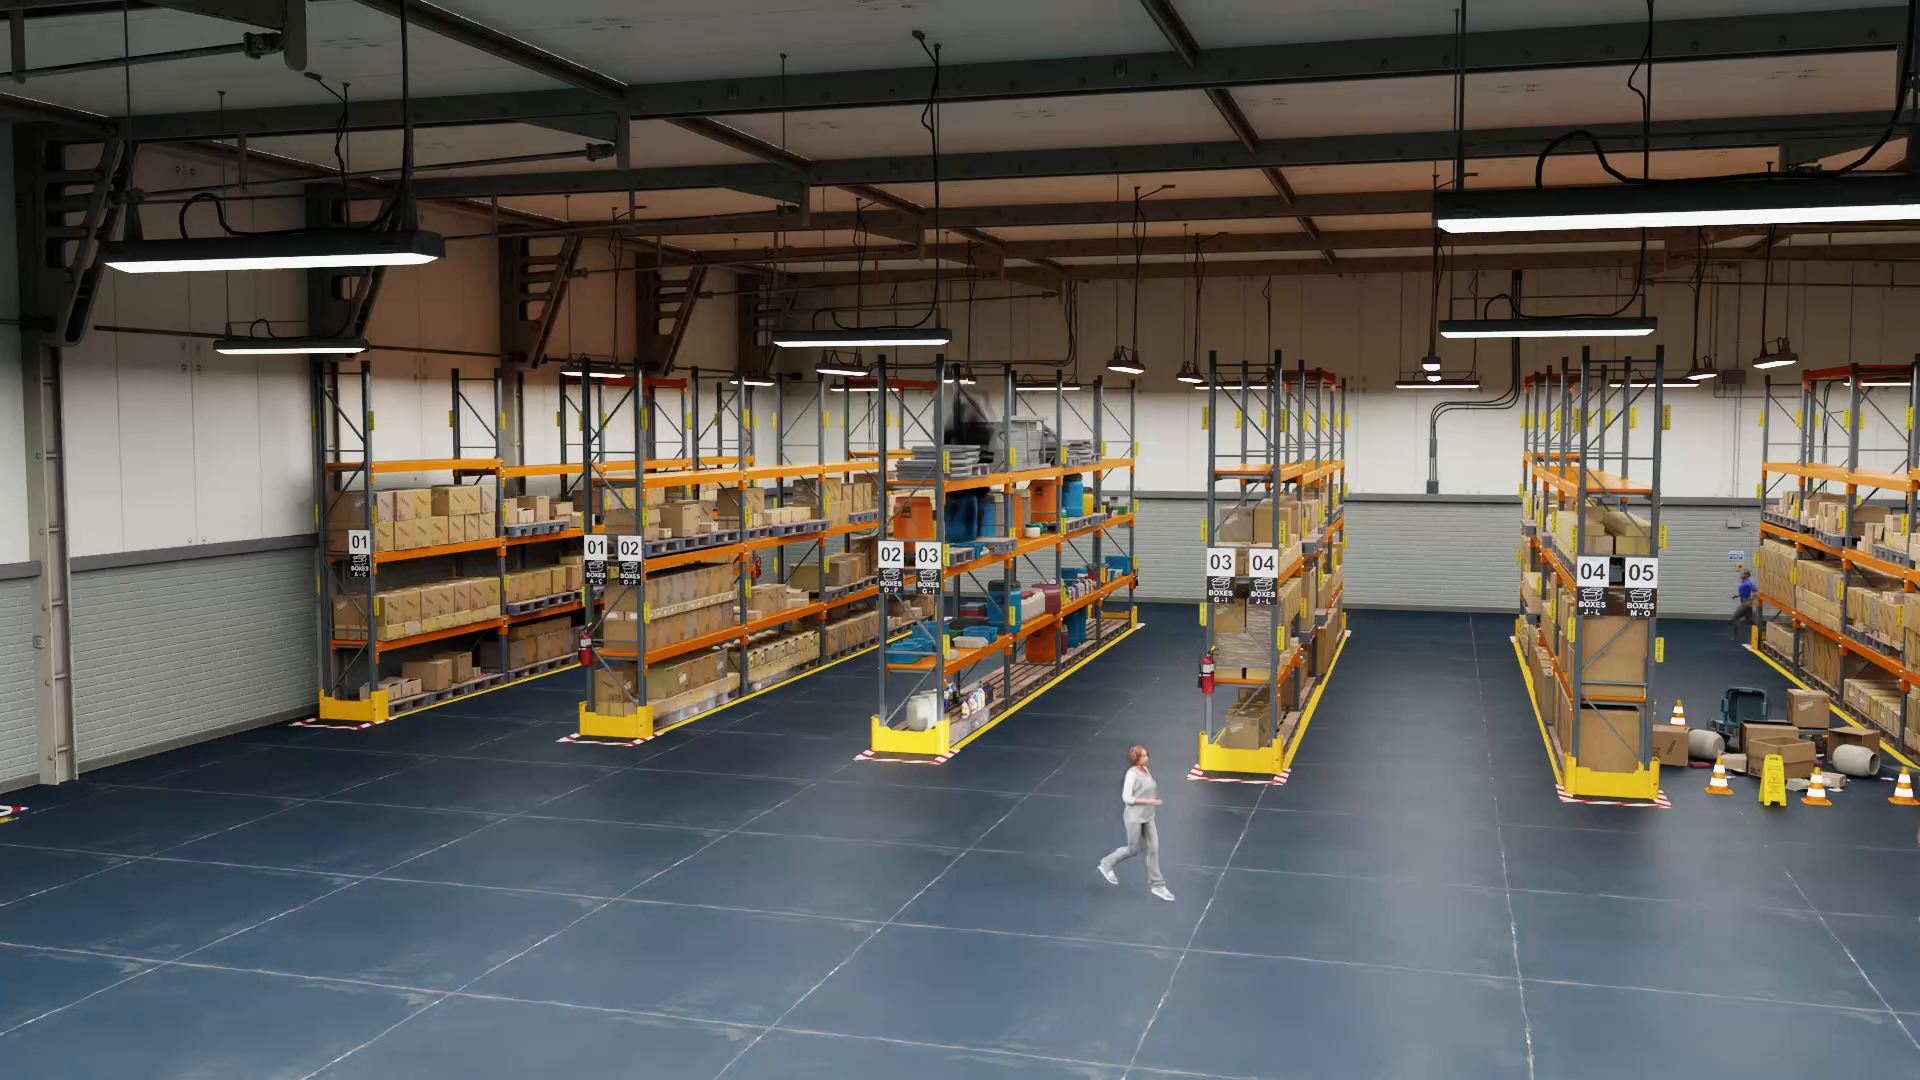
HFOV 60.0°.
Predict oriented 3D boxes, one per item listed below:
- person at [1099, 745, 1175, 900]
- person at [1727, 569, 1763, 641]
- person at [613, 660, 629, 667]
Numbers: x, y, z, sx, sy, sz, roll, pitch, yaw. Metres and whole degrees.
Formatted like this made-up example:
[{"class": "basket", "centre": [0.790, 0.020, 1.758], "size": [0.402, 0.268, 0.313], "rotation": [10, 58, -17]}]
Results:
[{"class": "person", "centre": [1.863, 2.941, 17.467], "size": [0.840, 1.597, 0.540], "rotation": [3, 5, 38]}, {"class": "person", "centre": [17.853, 1.499, 37.720], "size": [0.778, 1.692, 0.674], "rotation": [2, 4, 23]}, {"class": "person", "centre": [-6.098, 2.007, 30.227], "size": [0.657, 1.671, 0.612], "rotation": [1, 4, 14]}]
